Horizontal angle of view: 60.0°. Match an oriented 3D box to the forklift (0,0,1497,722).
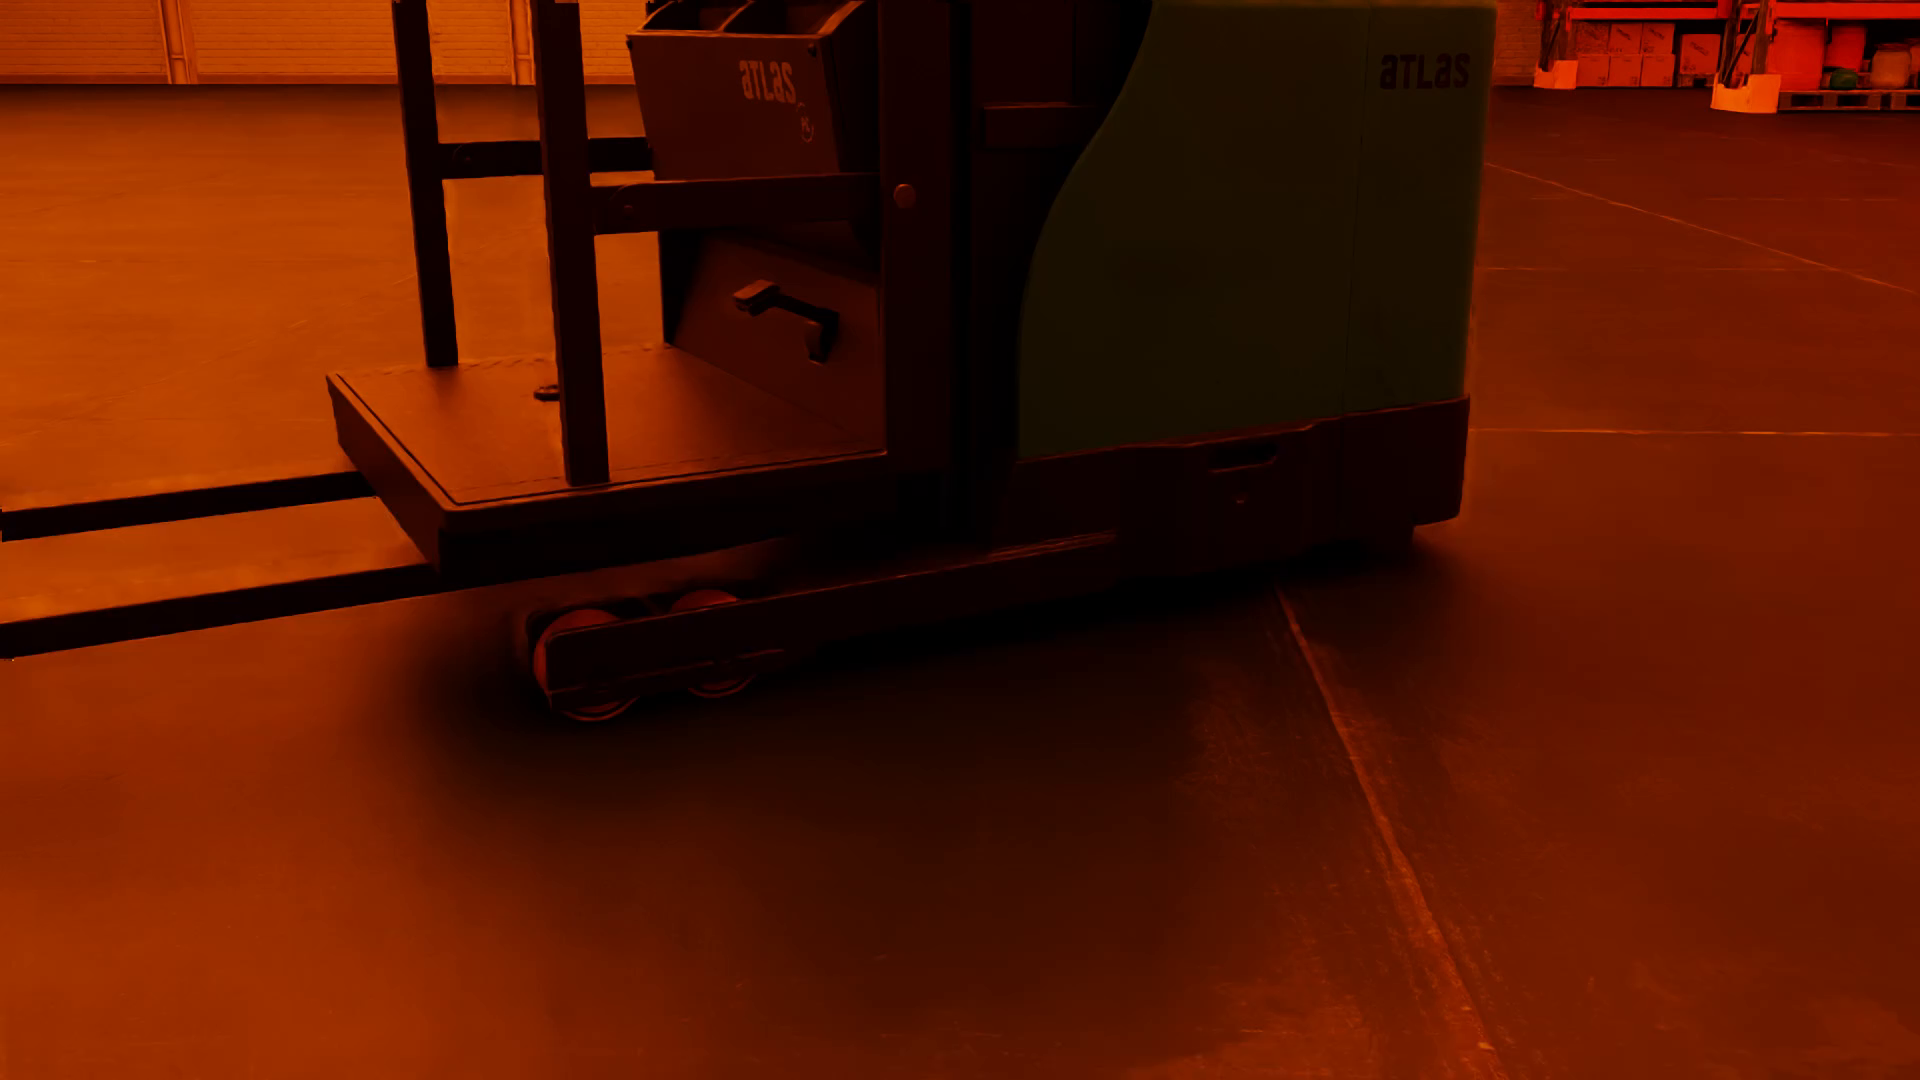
[{"bbox_3d":[-0.546,-1.305,2.633,3.031,2.935,1.130,-9,19,-27],"label":"forklift"}]
